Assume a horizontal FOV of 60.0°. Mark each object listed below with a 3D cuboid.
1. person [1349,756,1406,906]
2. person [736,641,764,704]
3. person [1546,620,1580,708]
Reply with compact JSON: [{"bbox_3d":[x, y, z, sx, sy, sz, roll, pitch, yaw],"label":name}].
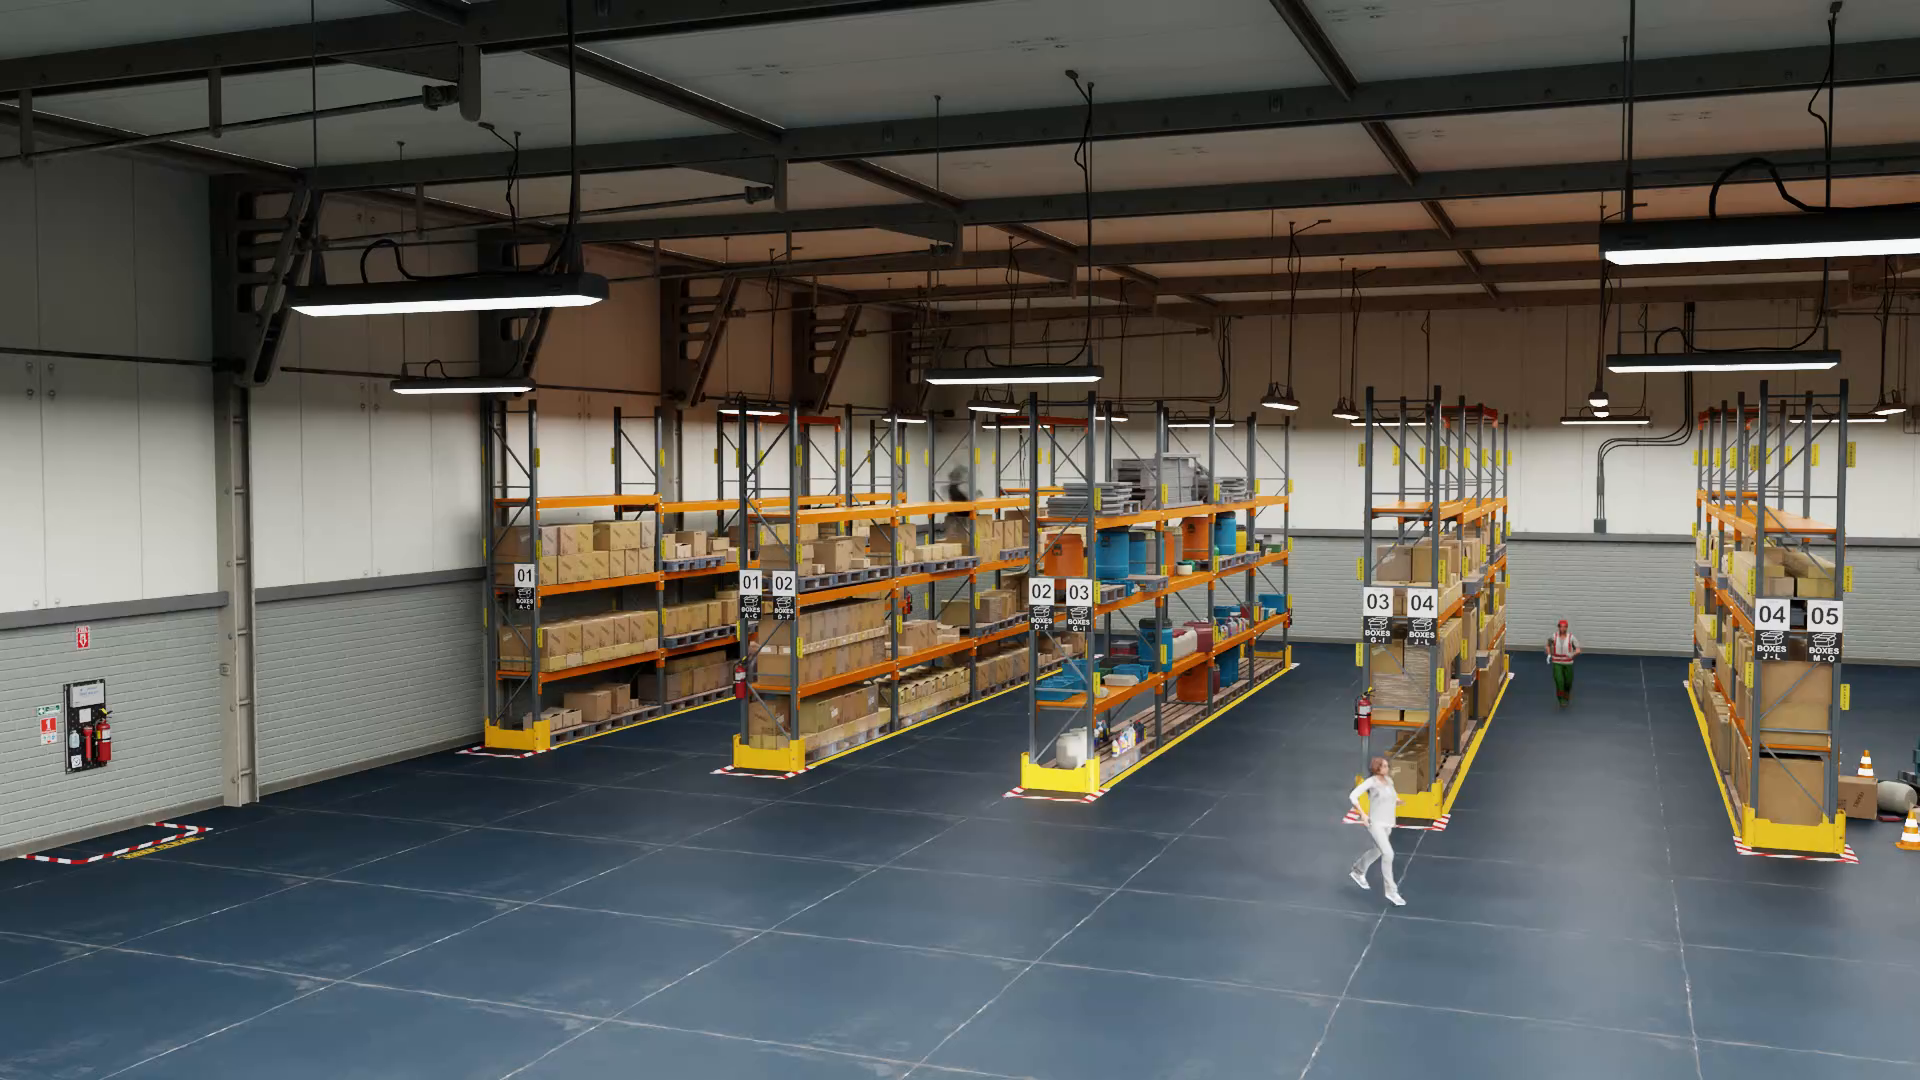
[{"bbox_3d":[4.740,3.252,18.838,0.522,1.618,0.822,-2,4,-40],"label":"person"},{"bbox_3d":[-3.708,2.677,29.754,0.709,1.737,0.640,0,3,9],"label":"person"},{"bbox_3d":[12.104,2.476,33.394,0.657,1.755,0.760,1,3,23],"label":"person"}]
